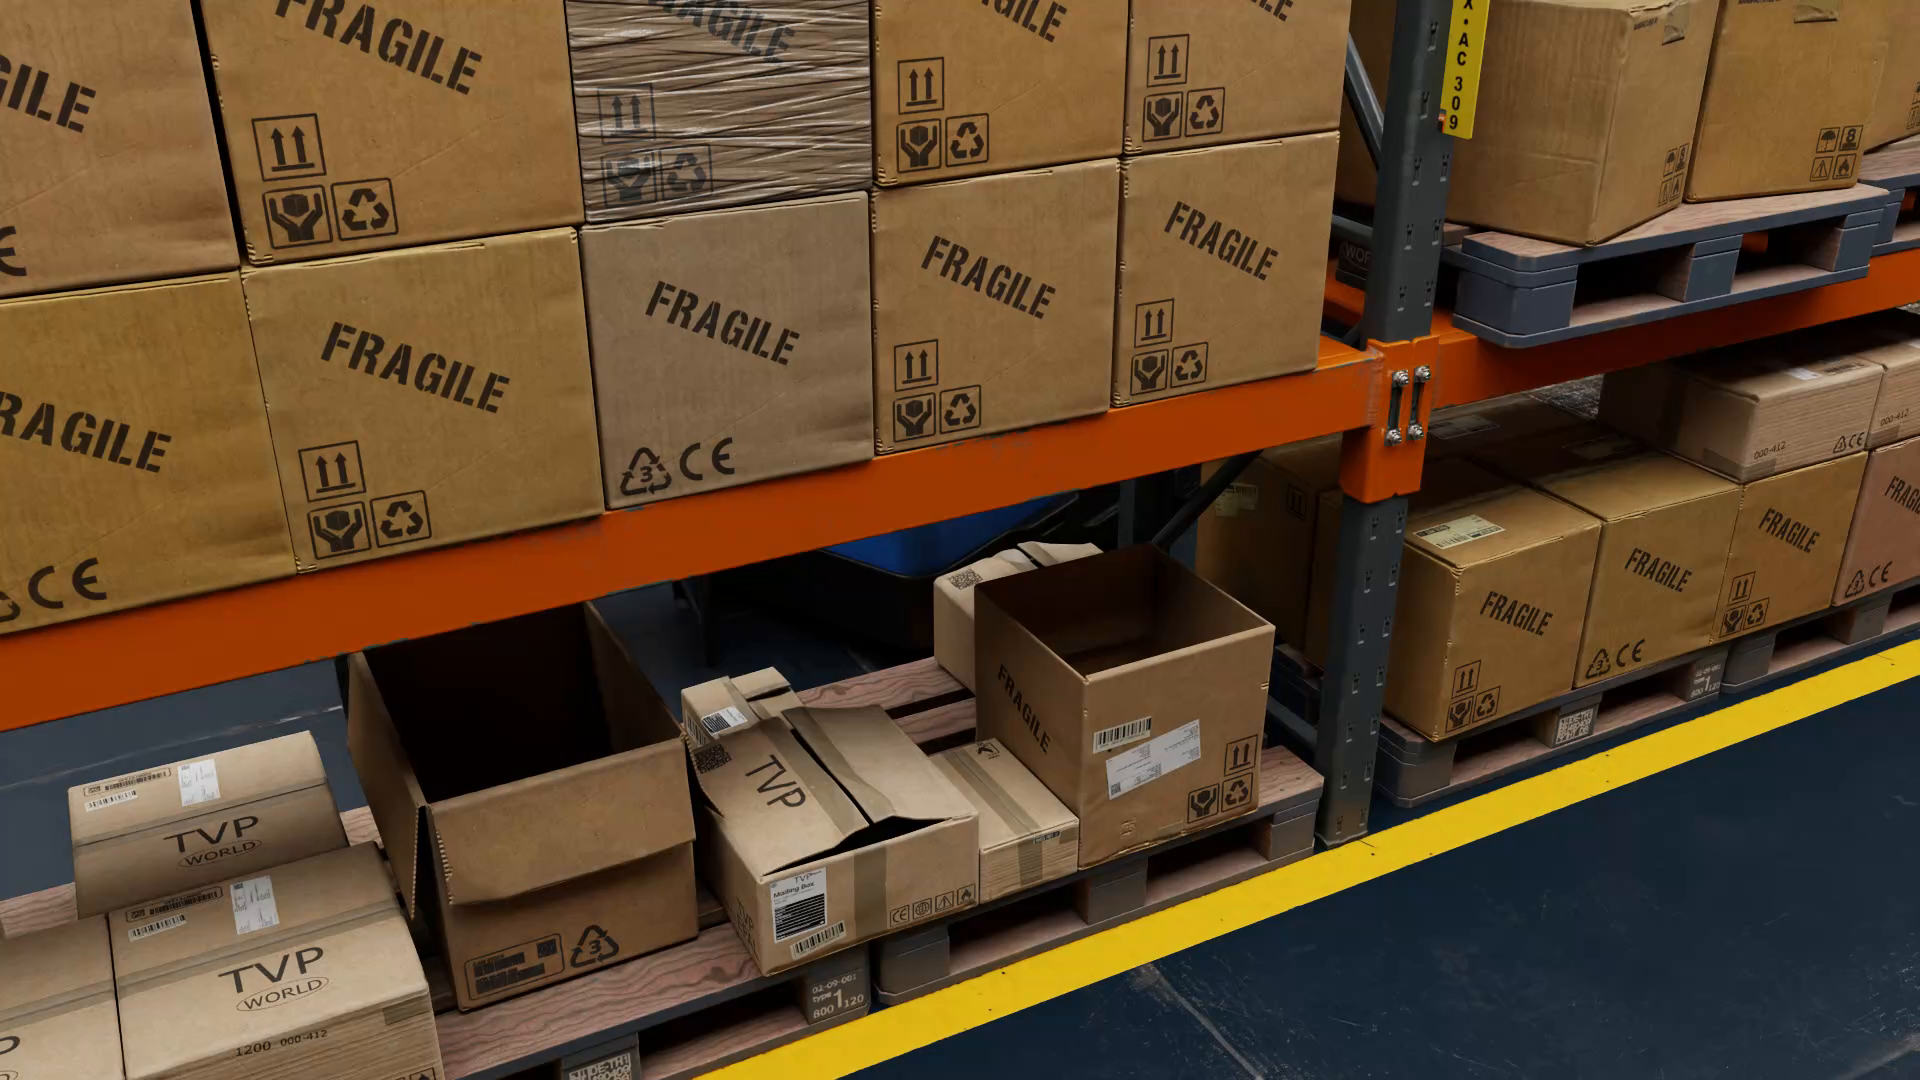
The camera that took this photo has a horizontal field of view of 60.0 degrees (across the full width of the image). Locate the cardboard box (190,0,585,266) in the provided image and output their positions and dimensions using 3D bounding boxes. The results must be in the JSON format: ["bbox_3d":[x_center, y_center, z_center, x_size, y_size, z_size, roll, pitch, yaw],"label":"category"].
[{"bbox_3d":[-0.928,-0.767,2.611,0.500,0.500,0.500,-13,29,-26],"label":"cardboard box"}]

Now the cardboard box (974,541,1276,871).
[{"bbox_3d":[0.367,0.370,3.893,0.500,0.500,0.500,-13,29,-25],"label":"cardboard box"}]

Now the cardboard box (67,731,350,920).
[{"bbox_3d":[-1.577,0.686,3.524,0.500,0.250,0.500,-13,29,-25],"label":"cardboard box"}]

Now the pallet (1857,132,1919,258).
[{"bbox_3d":[2.552,-1.113,4.824,1.213,0.211,1.003,-13,29,-25],"label":"pallet"}]

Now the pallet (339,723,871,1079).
[{"bbox_3d":[-0.948,0.864,3.707,1.213,0.211,1.003,-13,29,-25],"label":"pallet"}]

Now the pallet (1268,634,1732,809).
[{"bbox_3d":[1.437,0.294,4.893,1.213,0.211,1.003,-13,29,-25],"label":"pallet"}]

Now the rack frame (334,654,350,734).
[{"bbox_3d":[-1.778,-0.240,4.517,0.032,1.500,0.500,-9,27,-19],"label":"rack frame"}]

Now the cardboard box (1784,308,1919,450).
[{"bbox_3d":[2.603,-0.504,4.847,0.500,0.250,0.500,-14,29,-26],"label":"cardboard box"}]

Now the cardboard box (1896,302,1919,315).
[{"bbox_3d":[3.271,-0.577,5.865,0.500,0.500,0.500,-14,29,-27],"label":"cardboard box"}]

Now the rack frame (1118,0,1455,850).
[{"bbox_3d":[0.737,-0.783,3.915,0.127,3.000,1.000,-13,29,-25],"label":"rack frame"}]

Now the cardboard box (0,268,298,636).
[{"bbox_3d":[-1.380,-0.211,2.608,0.500,0.500,0.500,-13,29,-25],"label":"cardboard box"}]

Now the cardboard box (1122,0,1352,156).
[{"bbox_3d":[0.412,-1.077,3.256,0.500,0.500,0.500,-13,28,-25],"label":"cardboard box"}]

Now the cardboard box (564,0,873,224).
[{"bbox_3d":[-0.483,-0.869,2.823,0.500,0.500,0.500,-13,28,-25],"label":"cardboard box"}]

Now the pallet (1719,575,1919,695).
[{"bbox_3d":[2.514,0.044,5.415,1.213,0.211,1.003,-13,29,-25],"label":"pallet"}]

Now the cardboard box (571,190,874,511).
[{"bbox_3d":[-0.490,-0.417,3.037,0.500,0.500,0.500,-12,28,-24],"label":"cardboard box"}]

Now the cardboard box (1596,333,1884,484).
[{"bbox_3d":[2.161,-0.401,4.634,0.500,0.250,0.500,-13,29,-25],"label":"cardboard box"}]

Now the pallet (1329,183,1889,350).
[{"bbox_3d":[1.493,-0.817,4.208,1.213,0.211,1.003,-13,29,-25],"label":"pallet"}]

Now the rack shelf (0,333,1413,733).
[{"bbox_3d":[-1.028,-0.051,3.222,4.000,0.370,1.077,-13,29,-25],"label":"rack shelf"}]

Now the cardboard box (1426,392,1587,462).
[{"bbox_3d":[1.477,-0.162,5.001,0.500,0.500,0.500,-13,29,-25],"label":"cardboard box"}]

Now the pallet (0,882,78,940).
[{"bbox_3d":[-2.023,1.111,3.193,1.213,0.211,1.003,-13,29,-25],"label":"pallet"}]

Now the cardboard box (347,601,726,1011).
[{"bbox_3d":[-0.919,0.529,3.559,0.637,0.503,0.797,-13,29,-25],"label":"cardboard box"}]

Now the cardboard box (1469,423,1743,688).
[{"bbox_3d":[1.744,0.027,4.607,0.500,0.500,0.500,-13,28,-24],"label":"cardboard box"}]

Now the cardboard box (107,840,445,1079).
[{"bbox_3d":[-1.297,0.867,3.147,0.500,0.250,0.500,-13,29,-25],"label":"cardboard box"}]

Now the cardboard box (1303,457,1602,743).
[{"bbox_3d":[1.278,0.140,4.372,0.500,0.500,0.500,-14,29,-27],"label":"cardboard box"}]

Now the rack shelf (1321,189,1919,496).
[{"bbox_3d":[2.501,-0.866,4.919,4.000,0.370,1.077,-13,29,-25],"label":"rack shelf"}]

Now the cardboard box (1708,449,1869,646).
[{"bbox_3d":[2.188,-0.072,4.813,0.500,0.500,0.500,-13,28,-24],"label":"cardboard box"}]

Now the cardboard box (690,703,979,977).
[{"bbox_3d":[-0.294,0.608,3.616,0.500,0.311,0.500,-13,29,-25],"label":"cardboard box"}]

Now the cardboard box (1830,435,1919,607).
[{"bbox_3d":[2.634,-0.174,5.027,0.500,0.500,0.500,-14,29,-27],"label":"cardboard box"}]

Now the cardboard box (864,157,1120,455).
[{"bbox_3d":[-0.038,-0.523,3.257,0.500,0.500,0.500,-12,28,-24],"label":"cardboard box"}]

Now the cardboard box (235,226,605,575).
[{"bbox_3d":[-0.938,-0.312,2.819,0.500,0.500,0.500,-13,28,-24],"label":"cardboard box"}]

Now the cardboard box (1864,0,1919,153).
[{"bbox_3d":[2.267,-1.401,4.601,0.500,0.500,0.700,-22,33,-38],"label":"cardboard box"}]

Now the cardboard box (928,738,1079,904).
[{"bbox_3d":[0.065,0.628,3.762,0.250,0.149,0.380,-13,29,-25],"label":"cardboard box"}]

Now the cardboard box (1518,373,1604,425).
[{"bbox_3d":[1.920,-0.264,5.213,0.500,0.500,0.500,-13,28,-24],"label":"cardboard box"}]

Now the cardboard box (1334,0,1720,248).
[{"bbox_3d":[1.260,-1.028,3.825,0.700,0.500,0.500,22,33,37],"label":"cardboard box"}]

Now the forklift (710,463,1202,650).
[{"bbox_3d":[0.349,-1.578,5.649,1.130,2.935,3.031,17,31,32],"label":"forklift"}]

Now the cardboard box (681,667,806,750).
[{"bbox_3d":[-0.494,0.479,4.052,0.250,0.166,0.380,-13,29,-25],"label":"cardboard box"}]

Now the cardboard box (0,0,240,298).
[{"bbox_3d":[-1.376,-0.663,2.394,0.500,0.500,0.500,-13,28,-24],"label":"cardboard box"}]

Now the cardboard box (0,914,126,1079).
[{"bbox_3d":[-1.738,0.969,2.935,0.500,0.250,0.500,-13,29,-25],"label":"cardboard box"}]

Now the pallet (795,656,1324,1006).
[{"bbox_3d":[0.130,0.614,4.228,1.213,0.211,1.003,-13,29,-25],"label":"pallet"}]

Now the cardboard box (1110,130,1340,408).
[{"bbox_3d":[0.416,-0.628,3.477,0.500,0.500,0.500,-12,28,-24],"label":"cardboard box"}]

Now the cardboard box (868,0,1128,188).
[{"bbox_3d":[-0.038,-0.971,3.037,0.500,0.500,0.500,-14,29,-26],"label":"cardboard box"}]

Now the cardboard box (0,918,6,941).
[{"bbox_3d":[-2.029,0.858,3.263,0.250,0.166,0.380,-13,29,-25],"label":"cardboard box"}]

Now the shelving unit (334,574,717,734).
[{"bbox_3d":[-1.303,-0.318,4.680,1.048,1.500,0.538,-9,27,-19],"label":"shelving unit"}]

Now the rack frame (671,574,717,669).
[{"bbox_3d":[-0.827,-0.396,4.843,0.032,1.500,0.500,-9,27,-19],"label":"rack frame"}]

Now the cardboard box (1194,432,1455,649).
[{"bbox_3d":[1.037,-0.064,4.798,0.500,0.500,0.500,-13,29,-25],"label":"cardboard box"}]

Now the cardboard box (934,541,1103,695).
[{"bbox_3d":[0.264,0.234,4.395,0.500,0.311,0.500,-13,29,-25],"label":"cardboard box"}]

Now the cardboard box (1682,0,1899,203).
[{"bbox_3d":[1.837,-1.192,4.167,0.500,0.500,0.700,-8,27,-17],"label":"cardboard box"}]

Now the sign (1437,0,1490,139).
[{"bbox_3d":[0.999,-0.967,3.299,0.005,0.325,0.100,-13,29,-25],"label":"sign"}]
